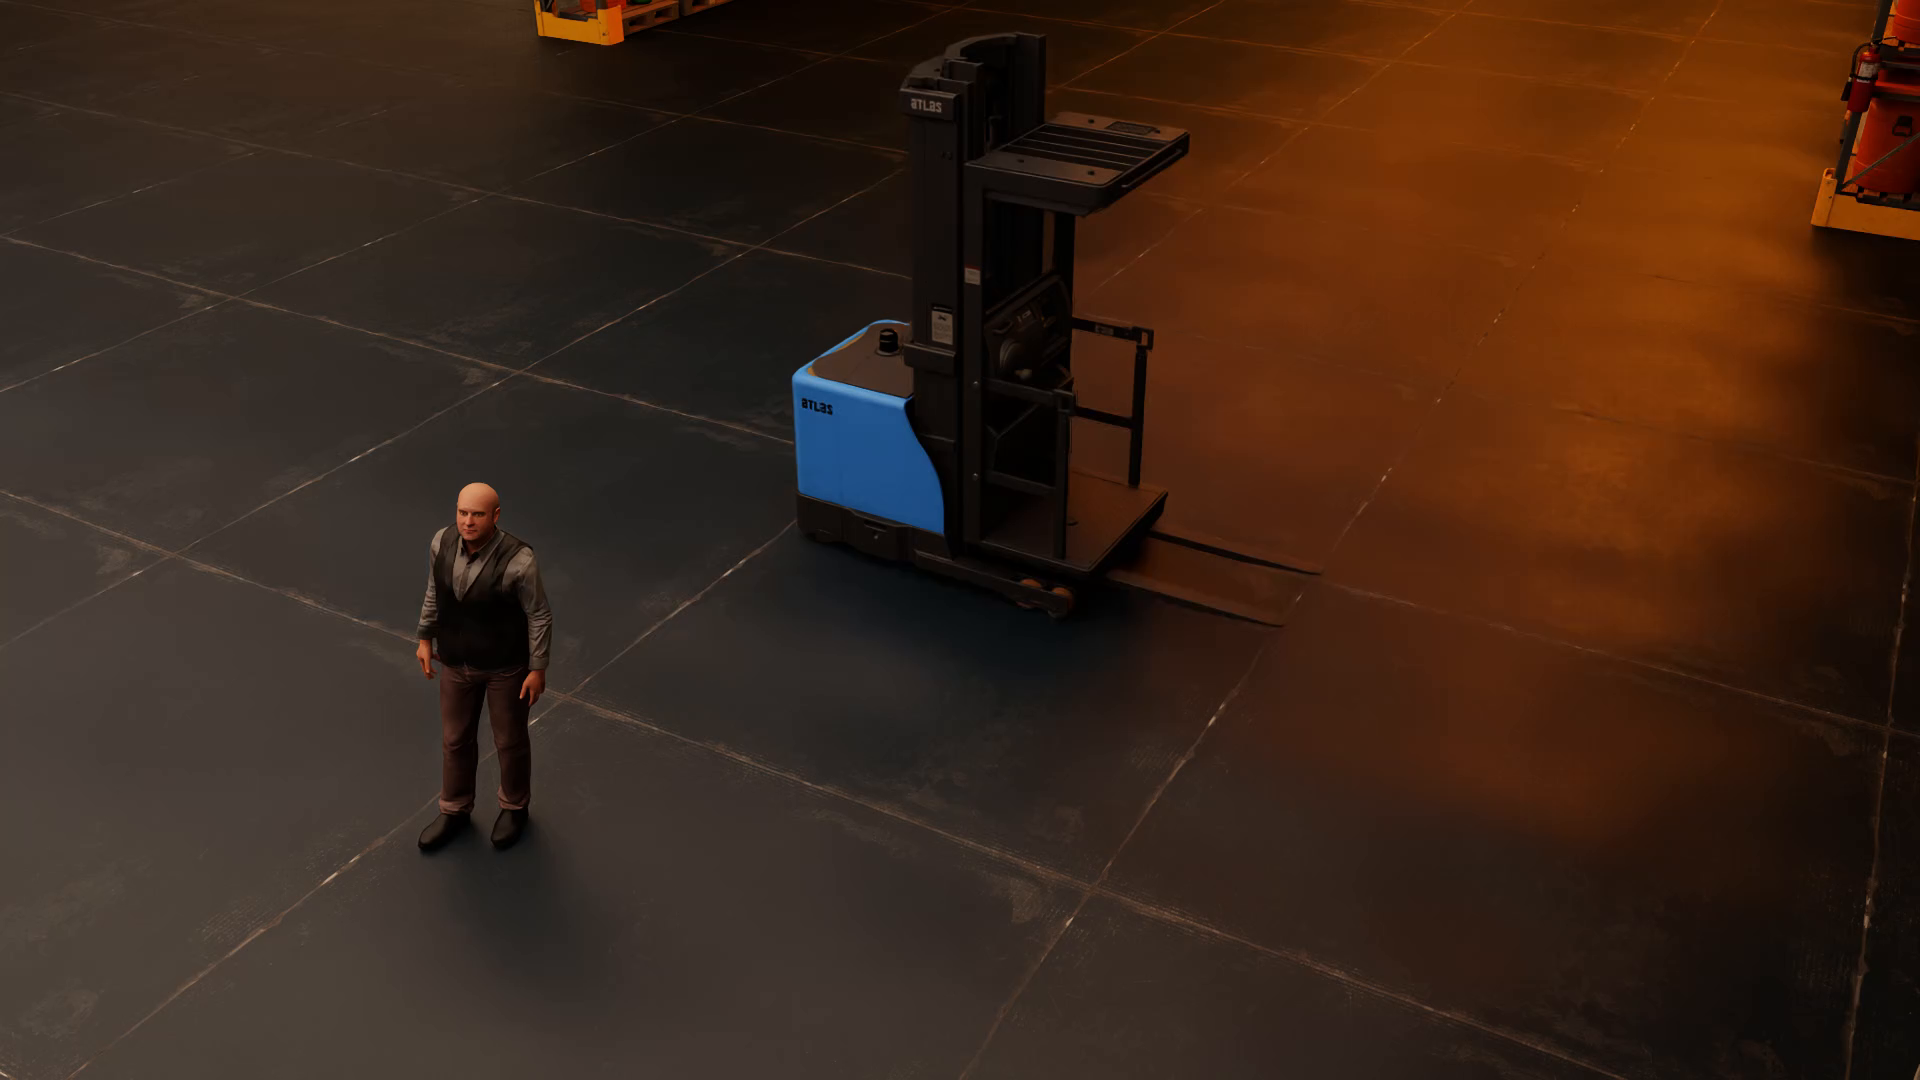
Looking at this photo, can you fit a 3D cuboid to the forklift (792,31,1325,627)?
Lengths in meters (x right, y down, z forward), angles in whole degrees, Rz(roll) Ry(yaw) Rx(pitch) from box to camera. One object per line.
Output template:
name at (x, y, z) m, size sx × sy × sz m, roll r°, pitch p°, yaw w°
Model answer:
forklift at (0.554, -1.140, 9.046) m, size 3.031 × 2.935 × 1.130 m, roll 16°, pitch 34°, yaw 25°

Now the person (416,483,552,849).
person at (-2.106, 0.570, 7.277) m, size 0.632 × 1.720 × 0.569 m, roll 9°, pitch 31°, yaw 15°
